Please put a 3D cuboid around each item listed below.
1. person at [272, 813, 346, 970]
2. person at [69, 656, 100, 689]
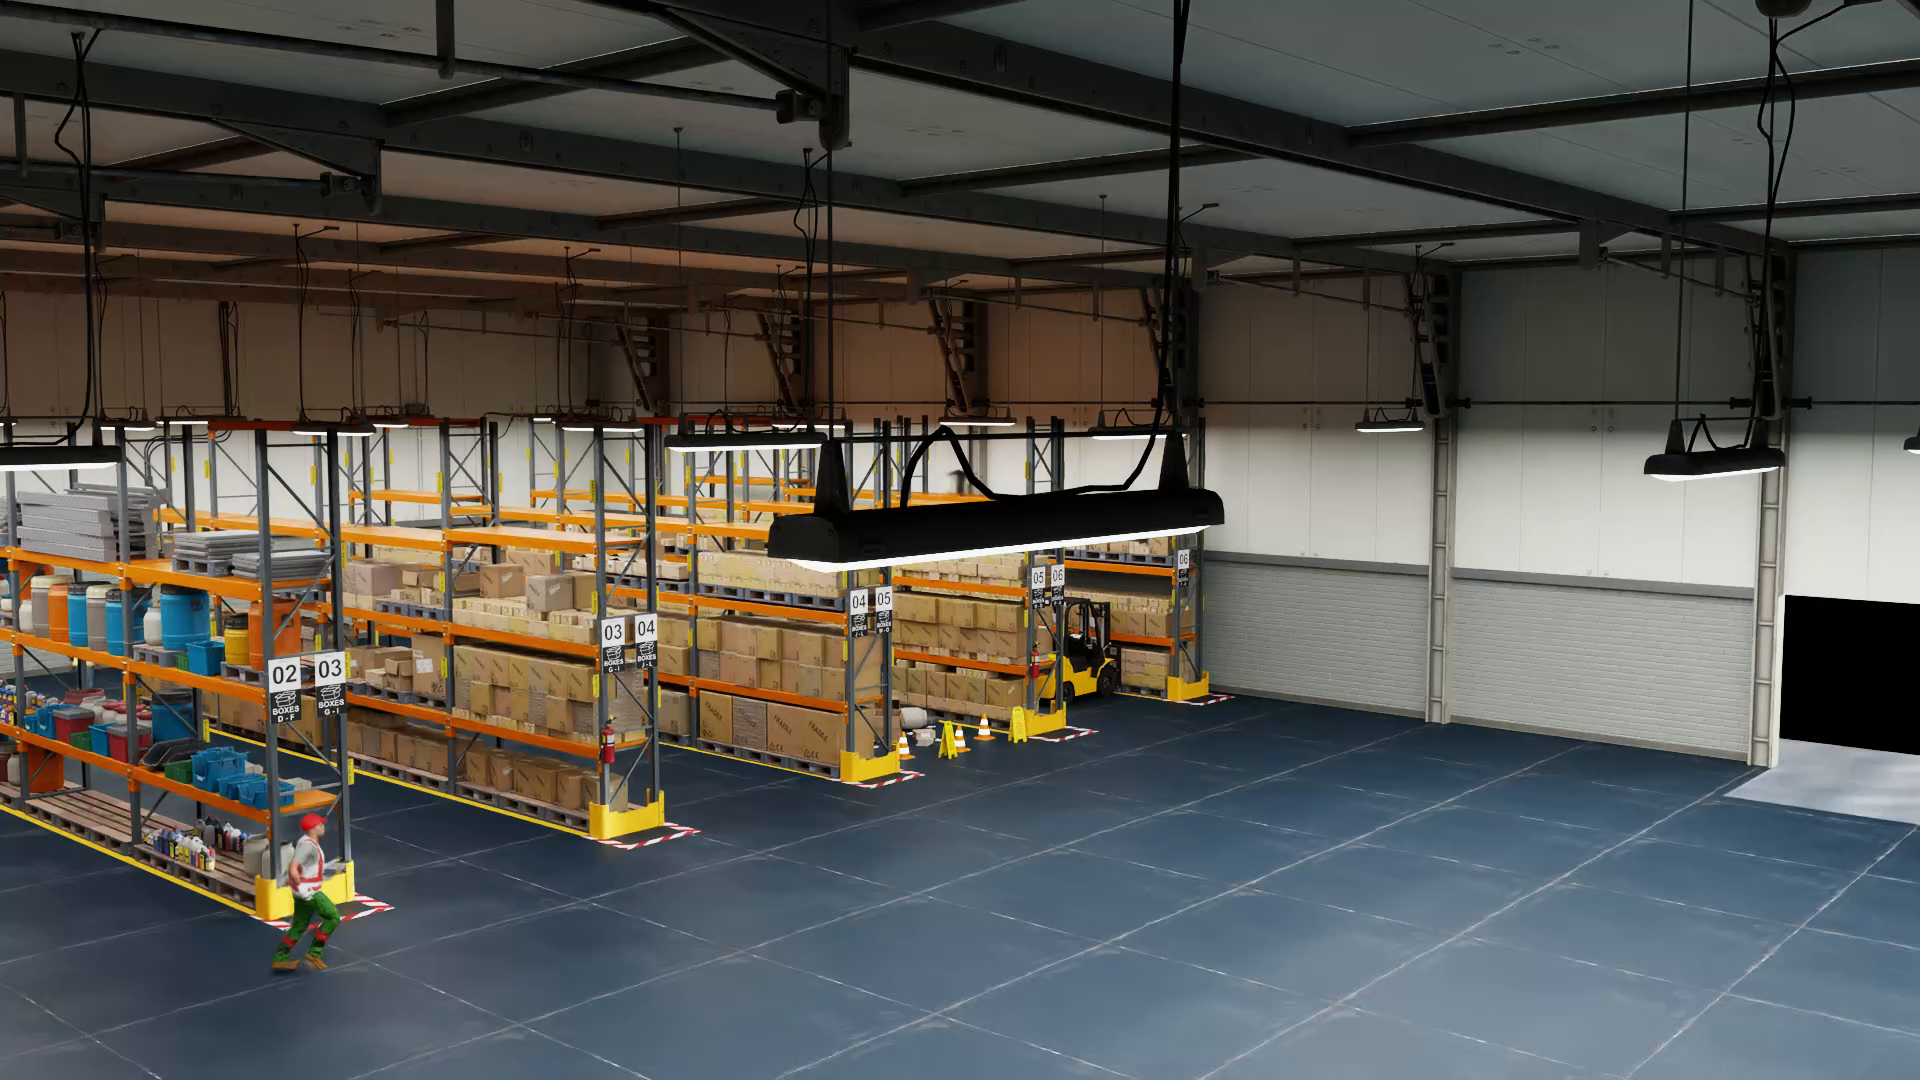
[{"bbox_3d":[-7.185,3.916,18.514,0.710,1.771,0.595,-3,6,-30],"label":"person"},{"bbox_3d":[-18.243,2.625,34.582,0.686,1.689,0.719,1,5,9],"label":"person"}]
